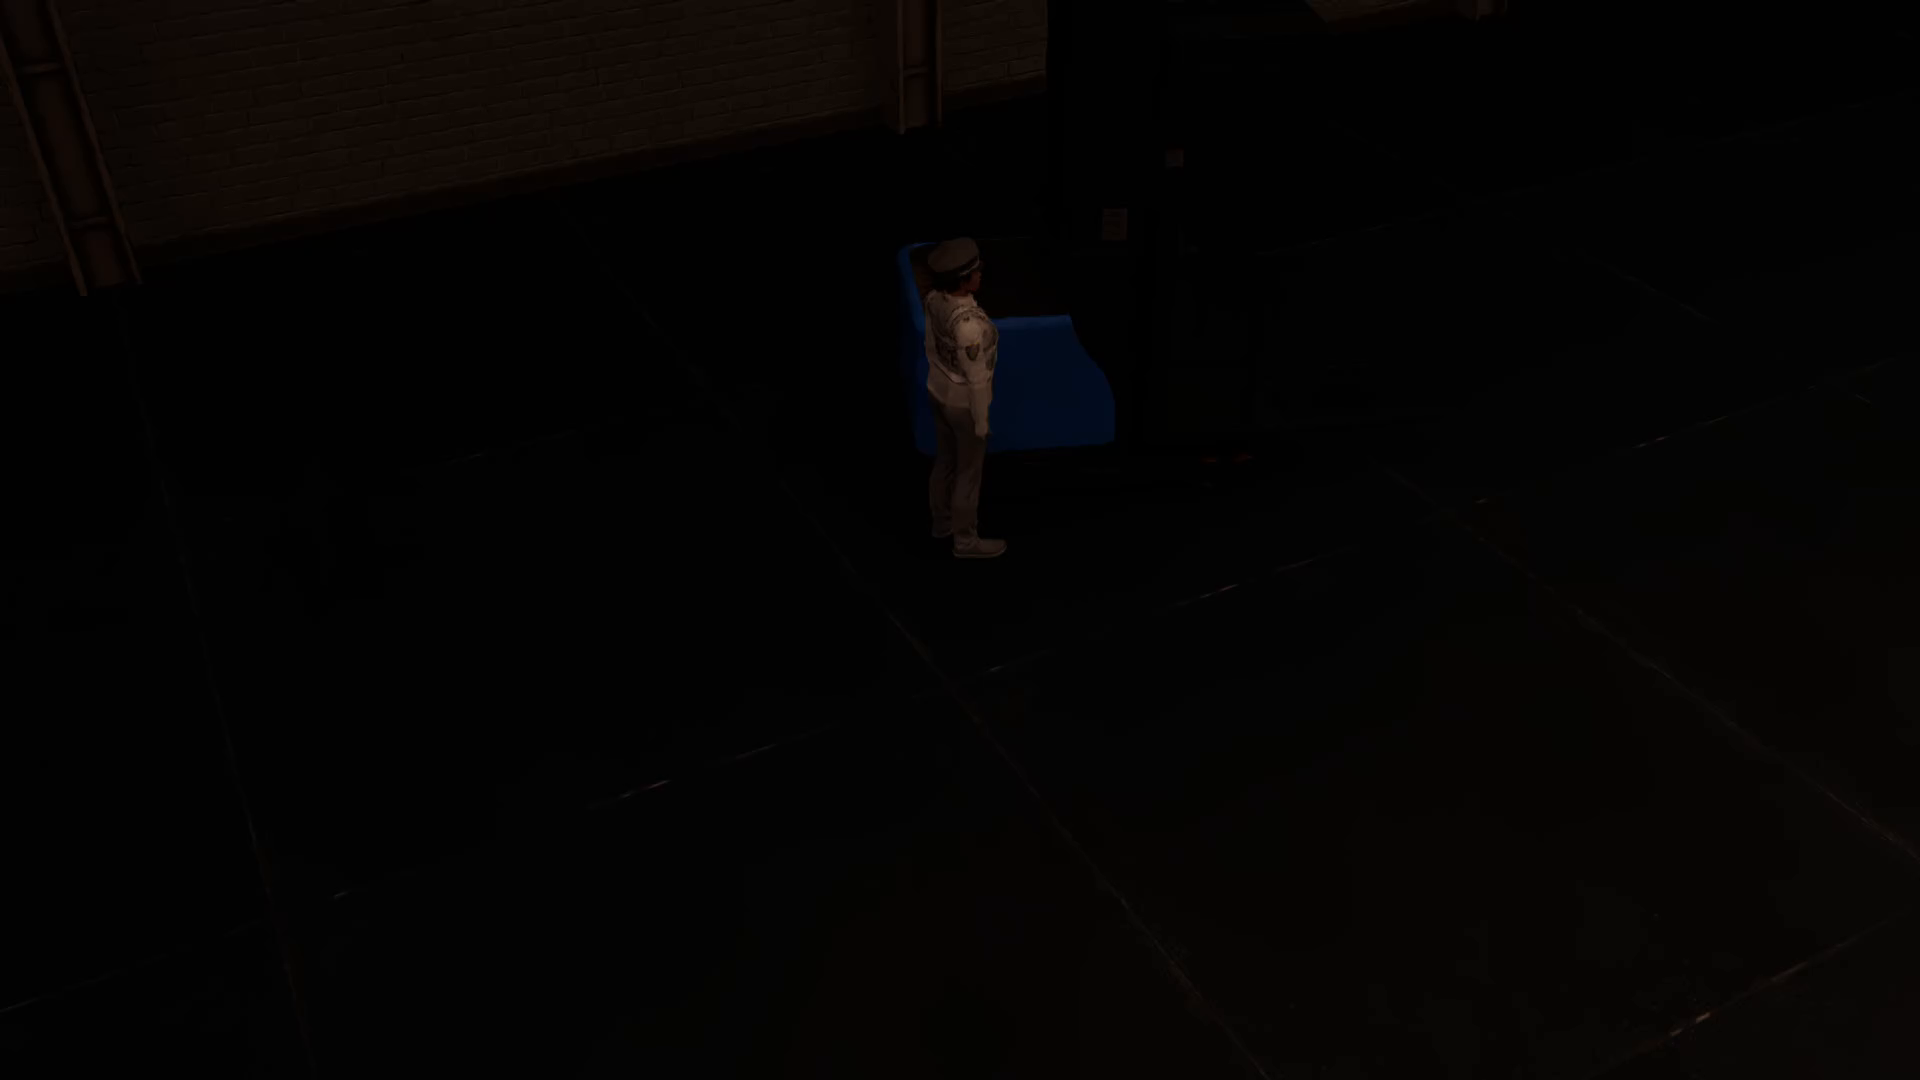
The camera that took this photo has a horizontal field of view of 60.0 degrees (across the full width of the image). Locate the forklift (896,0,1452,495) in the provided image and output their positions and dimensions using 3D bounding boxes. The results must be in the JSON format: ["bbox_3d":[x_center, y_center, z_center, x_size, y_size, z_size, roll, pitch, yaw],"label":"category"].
[{"bbox_3d":[1.199,-1.789,8.653,3.031,2.935,1.130,-5,36,-7],"label":"forklift"}]

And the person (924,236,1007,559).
[{"bbox_3d":[0.013,-0.693,8.182,0.337,1.692,0.462,-17,39,-23],"label":"person"}]
